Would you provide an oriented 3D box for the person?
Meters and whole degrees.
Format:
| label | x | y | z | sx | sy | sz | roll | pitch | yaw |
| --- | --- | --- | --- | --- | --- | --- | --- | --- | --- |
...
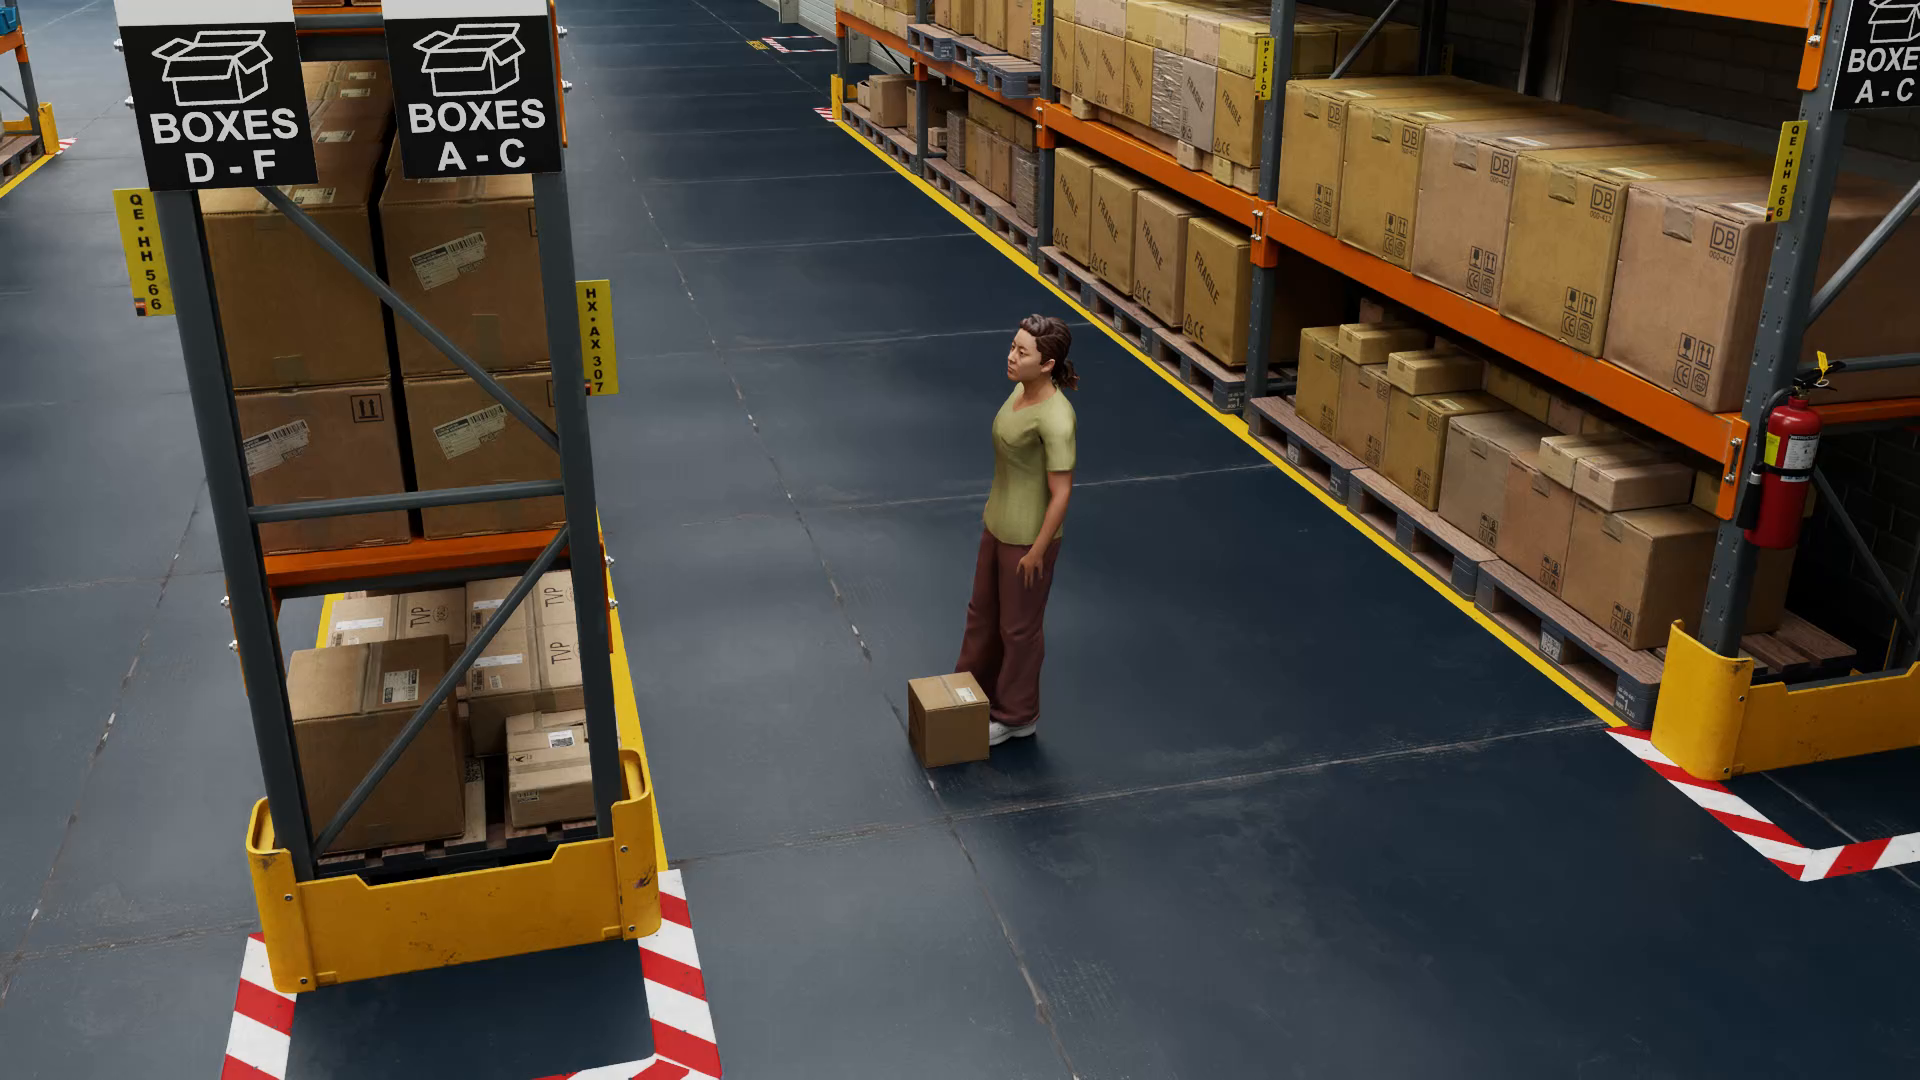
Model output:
| label | x | y | z | sx | sy | sz | roll | pitch | yaw |
| --- | --- | --- | --- | --- | --- | --- | --- | --- | --- |
| person | 0.156 | -0.018 | 6.114 | 0.548 | 1.674 | 0.552 | -6 | 24 | -14 |
